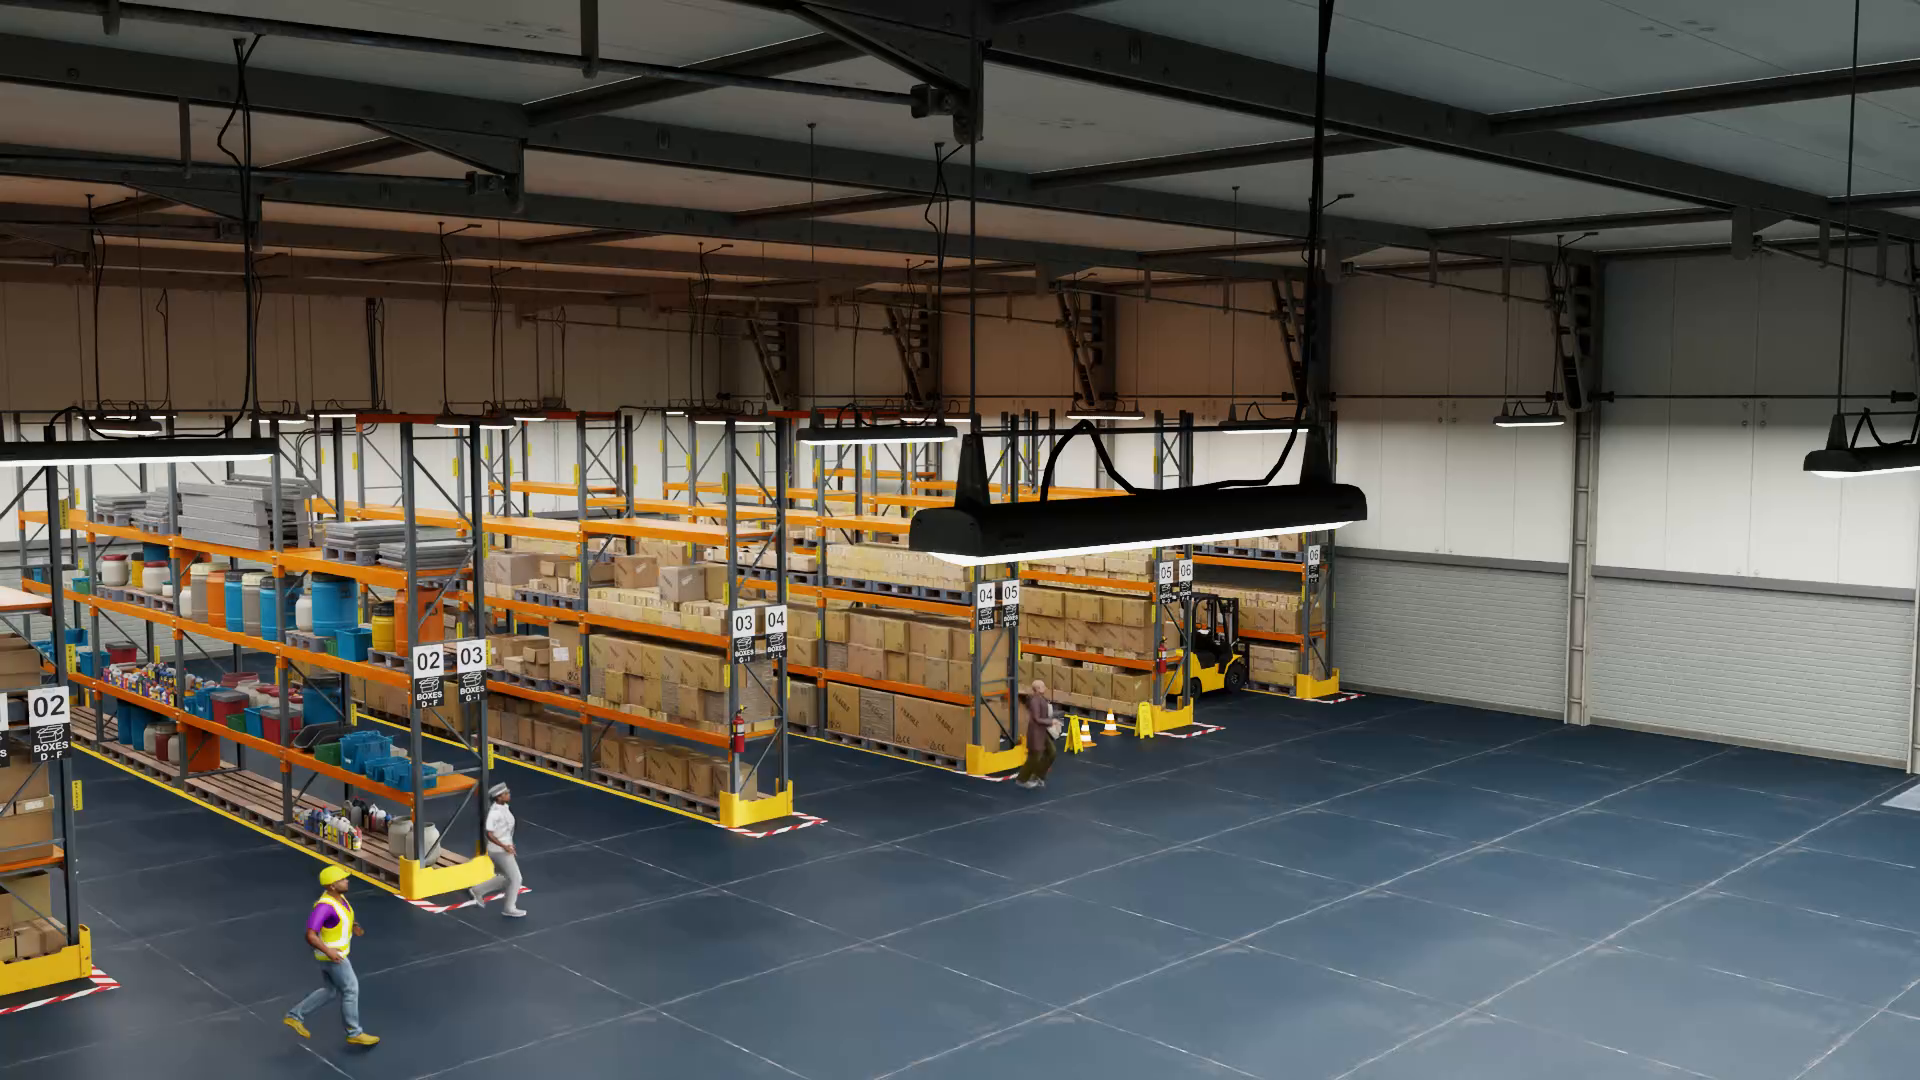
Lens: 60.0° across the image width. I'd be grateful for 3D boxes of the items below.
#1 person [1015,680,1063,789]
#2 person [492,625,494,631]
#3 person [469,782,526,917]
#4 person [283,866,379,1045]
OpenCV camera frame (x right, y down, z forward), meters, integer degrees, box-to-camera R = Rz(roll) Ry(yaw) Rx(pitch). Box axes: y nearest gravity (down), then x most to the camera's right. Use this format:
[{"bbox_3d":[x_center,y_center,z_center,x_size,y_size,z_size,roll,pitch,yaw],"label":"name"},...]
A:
[{"bbox_3d":[1.278,3.147,26.714,0.776,1.829,0.741,1,5,14],"label":"person"},{"bbox_3d":[-10.790,2.334,37.159,0.683,1.683,0.944,-3,6,-31],"label":"person"},{"bbox_3d":[-5.616,3.750,20.184,0.656,1.656,0.597,-1,5,-8],"label":"person"},{"bbox_3d":[-6.121,4.031,16.129,0.886,1.773,0.686,-1,5,-16],"label":"person"}]
